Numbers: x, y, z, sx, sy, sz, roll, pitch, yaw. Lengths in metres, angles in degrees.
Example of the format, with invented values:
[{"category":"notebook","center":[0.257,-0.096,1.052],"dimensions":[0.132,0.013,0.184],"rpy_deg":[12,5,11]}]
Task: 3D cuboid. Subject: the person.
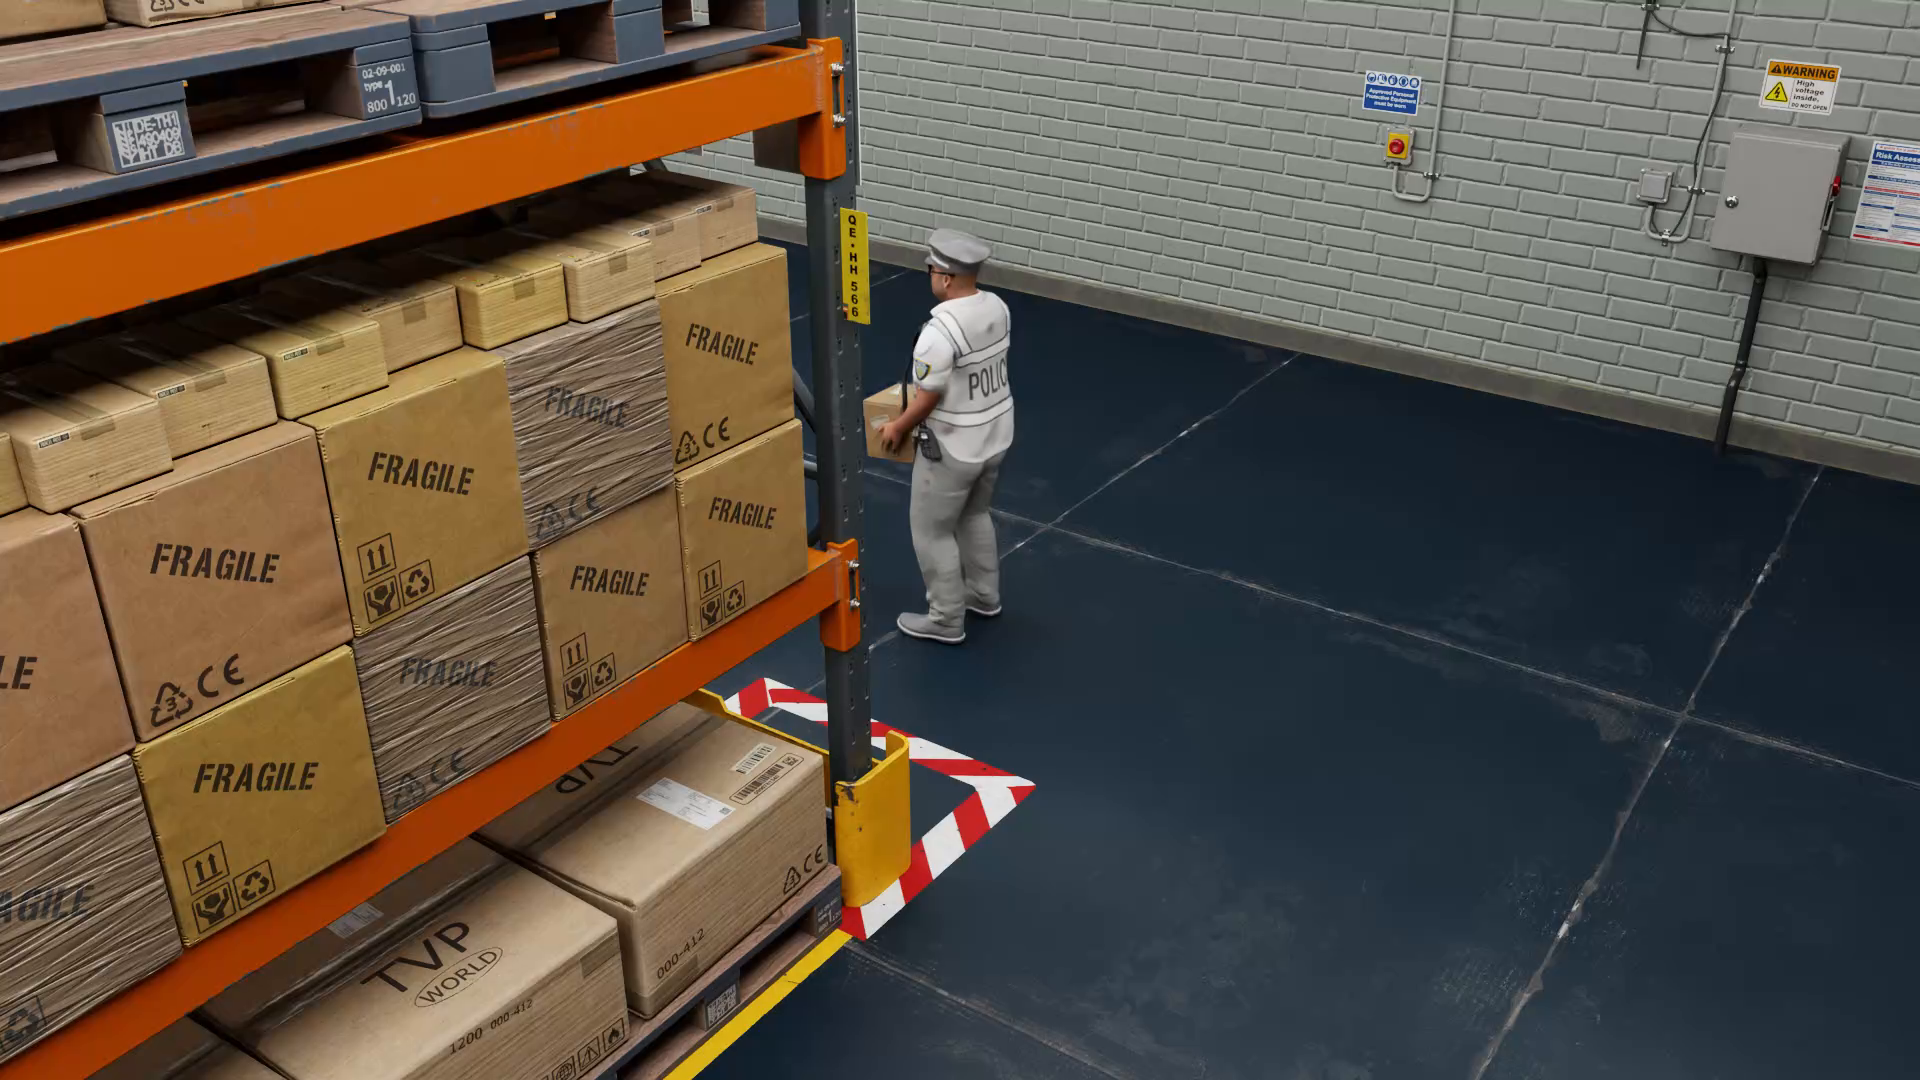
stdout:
[{"category":"person","center":[-0.055,-0.429,6.931],"dimensions":[0.513,1.772,0.530],"rpy_deg":[17,31,30]}]
